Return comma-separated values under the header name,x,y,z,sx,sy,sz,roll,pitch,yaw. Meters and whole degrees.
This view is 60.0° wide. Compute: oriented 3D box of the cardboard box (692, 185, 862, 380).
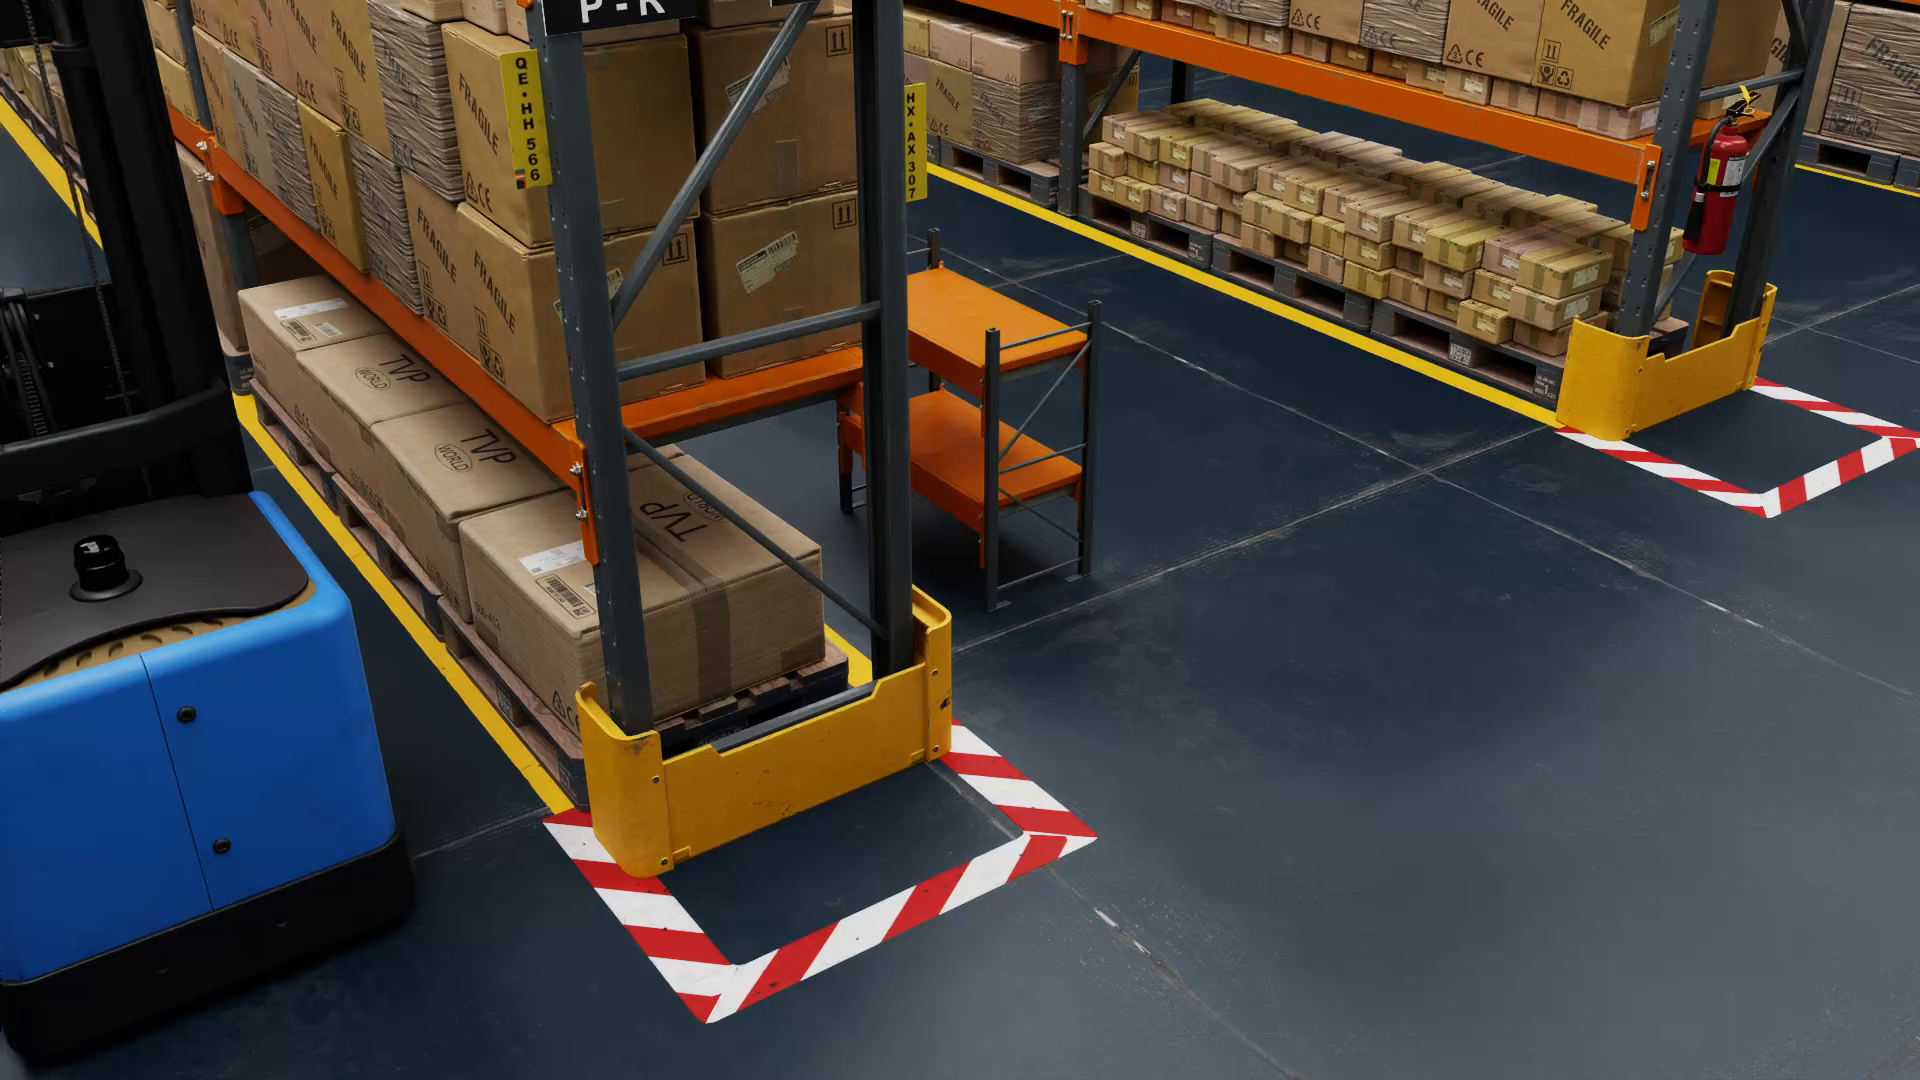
name,x,y,z,sx,sy,sz,roll,pitch,yaw
cardboard box,-0.636,-0.853,5.074,0.500,0.500,0.500,-19,34,-31

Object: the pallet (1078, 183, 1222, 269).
name,x,y,z,sx,sy,sz,roll,pitch,yaw
pallet,1.480,-2.031,10.269,1.003,0.211,1.213,-19,34,-31

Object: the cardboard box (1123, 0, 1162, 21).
name,x,y,z,sx,sy,sz,roll,pitch,yaw
cardboard box,1.170,-3.117,9.610,0.380,0.149,0.250,-18,33,-29

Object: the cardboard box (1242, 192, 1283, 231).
name,x,y,z,sx,sy,sz,roll,pitch,yaw
cardboard box,1.792,-1.848,9.245,0.380,0.149,0.250,-19,34,-31

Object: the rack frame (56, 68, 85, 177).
name,x,y,z,sx,sy,sz,roll,pitch,yaw
rack frame,-5.232,-3.654,10.334,1.000,3.000,0.127,-19,34,-31

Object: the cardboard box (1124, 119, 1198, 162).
name,x,y,z,sx,sy,sz,roll,pitch,yaw
cardboard box,1.205,-2.387,9.925,0.380,0.149,0.250,-17,33,-28

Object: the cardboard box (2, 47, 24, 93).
name,x,y,z,sx,sy,sz,roll,pitch,yaw
cardboard box,-6.826,-3.757,12.837,0.950,0.372,0.625,-17,33,-28

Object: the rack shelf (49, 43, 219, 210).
name,x,y,z,sx,sy,sz,roll,pitch,yaw
rack shelf,-4.072,-2.560,9.074,1.077,0.370,4.000,-19,34,-31

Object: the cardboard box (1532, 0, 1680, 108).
name,x,y,z,sx,sy,sz,roll,pitch,yaw
cardboard box,2.912,-2.231,7.299,0.500,0.500,0.500,-18,33,-30

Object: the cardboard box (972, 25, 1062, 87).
name,x,y,z,sx,sy,sz,roll,pitch,yaw
cardboard box,0.424,-3.143,10.788,0.500,0.250,0.500,-20,34,-32

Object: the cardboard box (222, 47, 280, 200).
name,x,y,z,sx,sy,sz,roll,pitch,yaw
cardboard box,-2.564,-1.691,6.615,0.500,0.500,0.500,-19,34,-30

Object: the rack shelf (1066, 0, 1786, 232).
name,x,y,z,sx,sy,sz,roll,pitch,yaw
rack shelf,2.222,-2.414,8.807,1.077,0.370,4.000,-19,34,-31

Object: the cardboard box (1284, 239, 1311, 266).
name,x,y,z,sx,sy,sz,roll,pitch,yaw
cardboard box,2.012,-1.635,9.165,0.380,0.149,0.250,-18,33,-29

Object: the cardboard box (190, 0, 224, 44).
name,x,y,z,sx,sy,sz,roll,pitch,yaw
cardboard box,-2.833,-2.330,6.744,0.500,0.500,0.500,-19,34,-30

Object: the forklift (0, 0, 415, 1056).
name,x,y,z,sx,sy,sz,roll,pitch,yaw
forklift,-2.818,-0.633,4.844,1.130,2.935,3.031,-19,34,-31

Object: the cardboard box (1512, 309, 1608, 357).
name,x,y,z,sx,sy,sz,roll,pitch,yaw
cardboard box,2.907,-1.032,8.054,0.380,0.149,0.250,-18,33,-30

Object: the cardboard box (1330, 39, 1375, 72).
name,x,y,z,sx,sy,sz,roll,pitch,yaw
cardboard box,2.120,-2.515,8.501,0.380,0.149,0.250,-18,33,-30

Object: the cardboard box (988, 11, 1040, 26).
name,x,y,z,sx,sy,sz,roll,pitch,yaw
cardboard box,0.538,-3.490,11.427,0.500,0.250,0.500,-18,33,-29

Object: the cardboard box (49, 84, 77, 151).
name,x,y,z,sx,sy,sz,roll,pitch,yaw
cardboard box,-5.551,-2.906,11.271,0.950,0.372,0.625,-21,35,-34

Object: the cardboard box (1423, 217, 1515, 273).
name,x,y,z,sx,sy,sz,roll,pitch,yaw
cardboard box,2.516,-1.461,8.221,0.380,0.149,0.250,-20,34,-32

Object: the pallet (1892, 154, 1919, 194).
name,x,y,z,sx,sy,sz,roll,pitch,yaw
pallet,6.954,-2.351,10.857,1.003,0.211,1.213,-19,34,-31

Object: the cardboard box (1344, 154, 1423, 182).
name,x,y,z,sx,sy,sz,roll,pitch,yaw
cardboard box,2.352,-2.021,9.253,0.380,0.149,0.250,-19,34,-31

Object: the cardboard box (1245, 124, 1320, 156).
name,x,y,z,sx,sy,sz,roll,pitch,yaw
cardboard box,1.898,-2.329,9.820,0.380,0.149,0.250,-18,33,-29

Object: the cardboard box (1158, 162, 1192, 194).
name,x,y,z,sx,sy,sz,roll,pitch,yaw
cardboard box,1.402,-2.183,9.862,0.380,0.149,0.250,-19,34,-31

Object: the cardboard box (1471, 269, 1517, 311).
name,x,y,z,sx,sy,sz,roll,pitch,yaw
cardboard box,2.736,-1.258,8.159,0.380,0.149,0.250,-20,34,-32

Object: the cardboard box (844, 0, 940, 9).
name,x,y,z,sx,sy,sz,roll,pitch,yaw
cardboard box,-0.485,-3.751,11.906,0.500,0.250,0.500,-18,34,-30

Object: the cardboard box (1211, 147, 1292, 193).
name,x,y,z,sx,sy,sz,roll,pitch,yaw
cardboard box,1.642,-2.085,9.370,0.380,0.149,0.250,-18,33,-30

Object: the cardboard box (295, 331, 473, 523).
name,x,y,z,sx,sy,sz,roll,pitch,yaw
cardboard box,-2.115,-0.535,6.838,0.875,0.438,0.875,-20,34,-32

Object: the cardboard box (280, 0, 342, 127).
name,x,y,z,sx,sy,sz,roll,pitch,yaw
cardboard box,-1.966,-1.733,5.645,0.500,0.500,0.500,-19,34,-31

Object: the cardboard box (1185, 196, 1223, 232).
name,x,y,z,sx,sy,sz,roll,pitch,yaw
cardboard box,1.540,-1.939,9.724,0.380,0.149,0.250,-20,34,-32

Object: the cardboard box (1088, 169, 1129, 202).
name,x,y,z,sx,sy,sz,roll,pitch,yaw
cardboard box,1.012,-2.209,10.222,0.380,0.149,0.250,-20,35,-33

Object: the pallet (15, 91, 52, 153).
name,x,y,z,sx,sy,sz,roll,pitch,yaw
pallet,-6.387,-3.206,12.433,1.003,0.211,1.213,-19,34,-31

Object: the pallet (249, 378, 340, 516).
name,x,y,z,sx,sy,sz,roll,pitch,yaw
pallet,-2.534,-0.556,7.552,1.003,0.211,1.213,-19,34,-31

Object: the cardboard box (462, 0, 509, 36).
name,x,y,z,sx,sy,sz,roll,pitch,yaw
cardboard box,-1.129,-1.488,4.515,0.380,0.149,0.250,-18,33,-30

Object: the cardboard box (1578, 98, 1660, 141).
name,x,y,z,sx,sy,sz,roll,pitch,yaw
cardboard box,2.963,-1.891,7.353,0.380,0.149,0.250,-19,34,-31

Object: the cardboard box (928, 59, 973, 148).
name,x,y,z,sx,sy,sz,roll,pitch,yaw
cardboard box,0.130,-3.012,11.332,0.500,0.500,0.500,-20,34,-32

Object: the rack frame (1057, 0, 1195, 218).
name,x,y,z,sx,sy,sz,roll,pitch,yaw
rack frame,1.062,-3.508,10.067,1.000,3.000,0.127,-19,34,-31

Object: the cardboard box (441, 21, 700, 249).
name,x,y,z,sx,sy,sz,roll,pitch,yaw
cardboard box,-1.065,-1.148,4.569,0.500,0.500,0.500,-18,33,-29

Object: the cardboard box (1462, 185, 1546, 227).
name,x,y,z,sx,sy,sz,roll,pitch,yaw
cardboard box,2.844,-1.725,8.707,0.380,0.149,0.250,-21,35,-33

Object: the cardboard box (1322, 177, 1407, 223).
name,x,y,z,sx,sy,sz,roll,pitch,yaw
cardboard box,2.154,-1.801,8.848,0.380,0.149,0.250,-20,34,-32

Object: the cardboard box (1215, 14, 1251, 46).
name,x,y,z,sx,sy,sz,roll,pitch,yaw
cardboard box,1.613,-2.805,9.034,0.380,0.149,0.250,-18,33,-30

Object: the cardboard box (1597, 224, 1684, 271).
name,x,y,z,sx,sy,sz,roll,pitch,yaw
cardboard box,3.355,-1.444,8.190,0.380,0.149,0.250,-21,35,-33

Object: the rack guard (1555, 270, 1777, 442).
name,x,y,z,sx,sy,sz,roll,pitch,yaw
rack guard,3.338,-0.884,7.854,1.175,0.500,0.348,-19,34,-31

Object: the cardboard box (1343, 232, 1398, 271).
name,x,y,z,sx,sy,sz,roll,pitch,yaw
cardboard box,2.230,-1.541,8.680,0.380,0.149,0.250,-18,33,-30

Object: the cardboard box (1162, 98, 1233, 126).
name,x,y,z,sx,sy,sz,roll,pitch,yaw
cardboard box,1.481,-2.635,10.383,0.380,0.149,0.250,-18,33,-29

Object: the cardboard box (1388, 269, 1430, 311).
name,x,y,z,sx,sy,sz,roll,pitch,yaw
cardboard box,2.438,-1.323,8.589,0.380,0.149,0.250,-18,33,-30

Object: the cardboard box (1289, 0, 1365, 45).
name,x,y,z,sx,sy,sz,roll,pitch,yaw
cardboard box,2.035,-2.824,8.390,0.500,0.500,0.500,-17,33,-28

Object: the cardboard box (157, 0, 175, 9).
name,x,y,z,sx,sy,sz,roll,pitch,yaw
cardboard box,-3.375,-2.686,7.400,0.500,0.500,0.500,-18,33,-29

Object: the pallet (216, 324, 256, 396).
name,x,y,z,sx,sy,sz,roll,pitch,yaw
pallet,-3.420,-1.152,8.650,1.003,0.211,1.213,-19,34,-31

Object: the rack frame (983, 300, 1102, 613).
name,x,y,z,sx,sy,sz,roll,pitch,yaw
rack frame,0.299,-0.294,6.113,0.500,1.125,0.032,-19,34,-31

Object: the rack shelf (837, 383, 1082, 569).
name,x,y,z,sx,sy,sz,roll,pitch,yaw
rack shelf,0.004,-0.277,6.593,0.538,0.278,1.000,-19,34,-31

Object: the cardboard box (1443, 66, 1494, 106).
name,x,y,z,sx,sy,sz,roll,pitch,yaw
cardboard box,2.525,-2.184,7.892,0.380,0.149,0.250,-18,33,-29

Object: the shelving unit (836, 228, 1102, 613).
name,x,y,z,sx,sy,sz,roll,pitch,yaw
shelving unit,0.004,-0.492,6.477,0.538,1.125,1.048,-19,34,-31

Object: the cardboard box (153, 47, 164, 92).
name,x,y,z,sx,sy,sz,roll,pitch,yaw
cardboard box,-3.672,-2.336,8.065,0.500,0.250,0.500,-19,34,-31

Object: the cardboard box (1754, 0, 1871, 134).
name,x,y,z,sx,sy,sz,roll,pitch,yaw
cardboard box,6.001,-3.464,11.772,0.875,0.875,0.875,-19,34,-31

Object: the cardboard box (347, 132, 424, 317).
name,x,y,z,sx,sy,sz,roll,pitch,yaw
cardboard box,-1.672,-1.098,5.524,0.500,0.500,0.500,-18,33,-29
